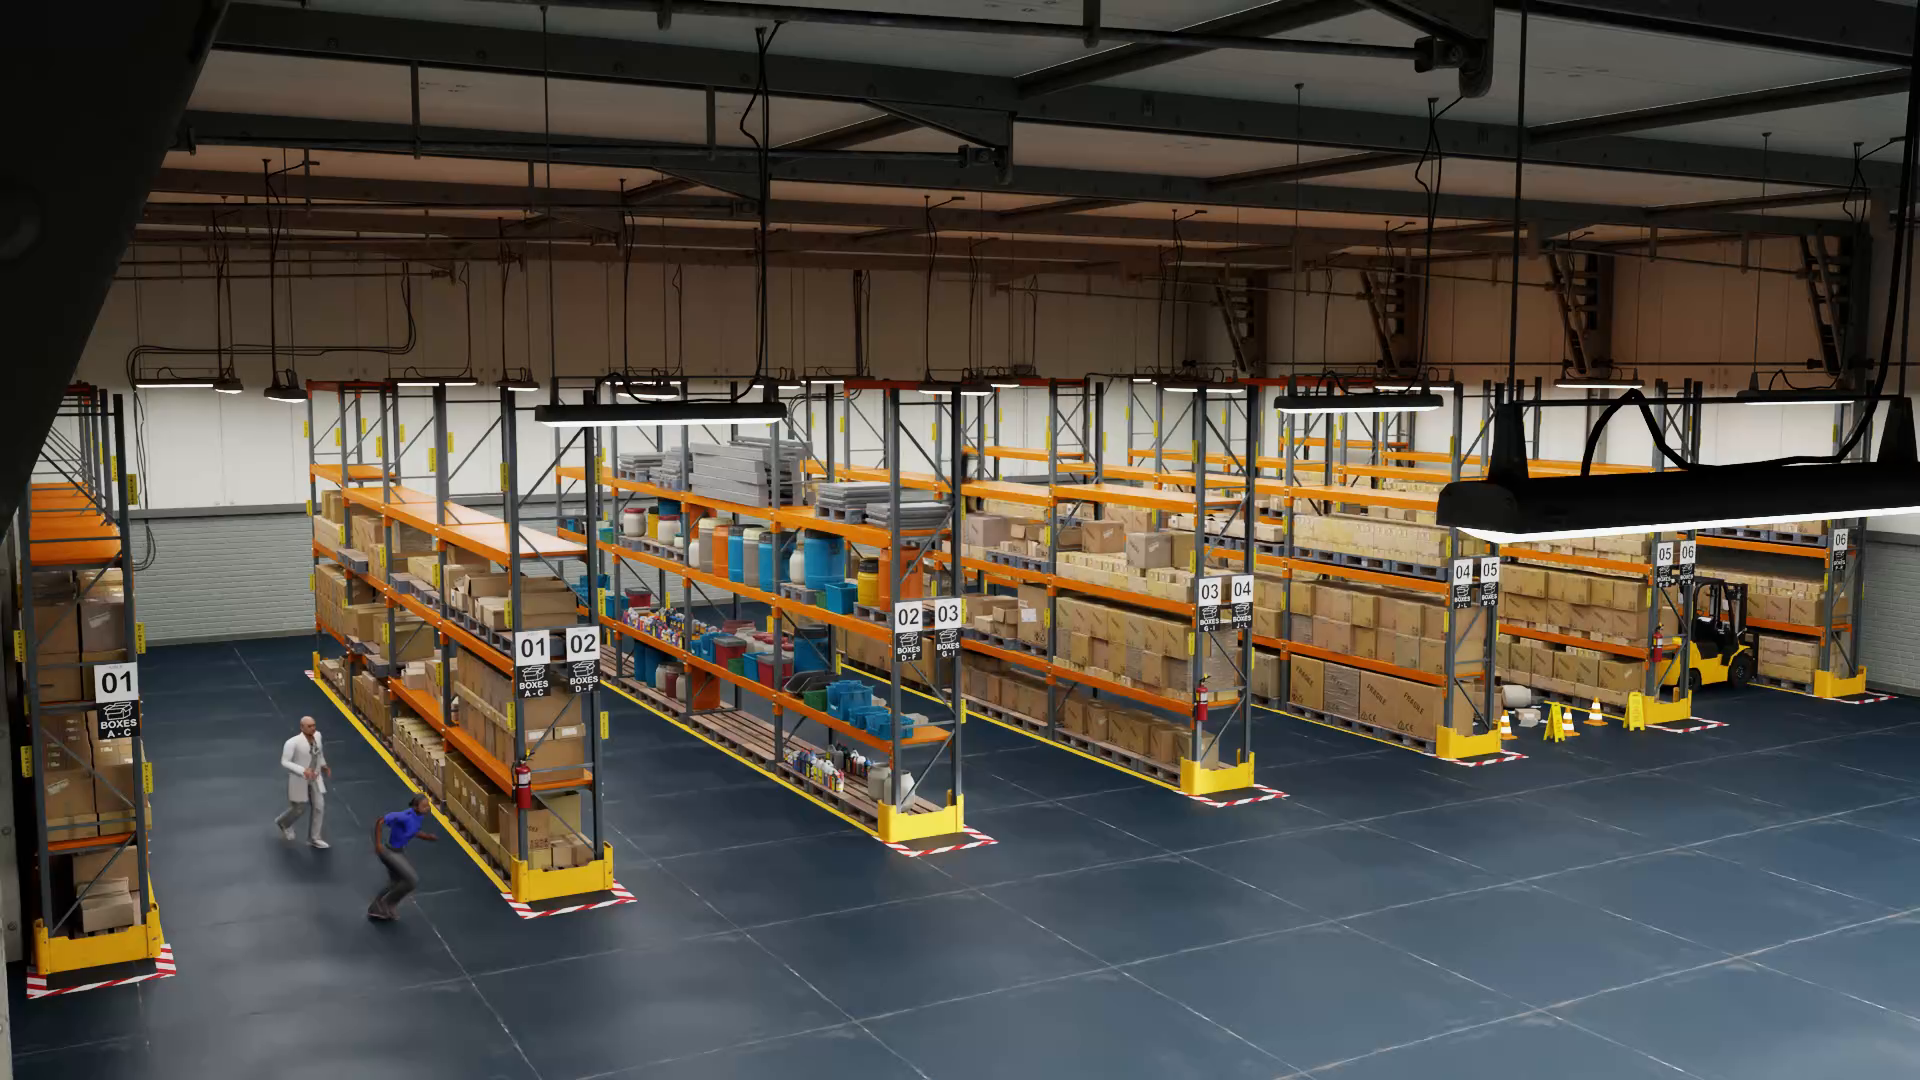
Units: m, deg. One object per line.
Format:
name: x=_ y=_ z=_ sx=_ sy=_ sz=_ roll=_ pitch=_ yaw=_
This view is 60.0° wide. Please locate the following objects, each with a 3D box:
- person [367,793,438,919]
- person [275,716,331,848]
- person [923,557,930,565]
person: x=-6.342 y=3.587 z=18.795 sx=0.884 sy=1.488 sz=0.613 roll=1 pitch=6 yaw=12
person: x=-8.662 y=3.152 z=21.826 sx=0.939 sy=1.742 sz=0.697 roll=4 pitch=7 yaw=35
person: x=-1.091 y=1.120 z=41.752 sx=0.695 sy=1.574 sz=1.023 roll=-2 pitch=6 yaw=-19
